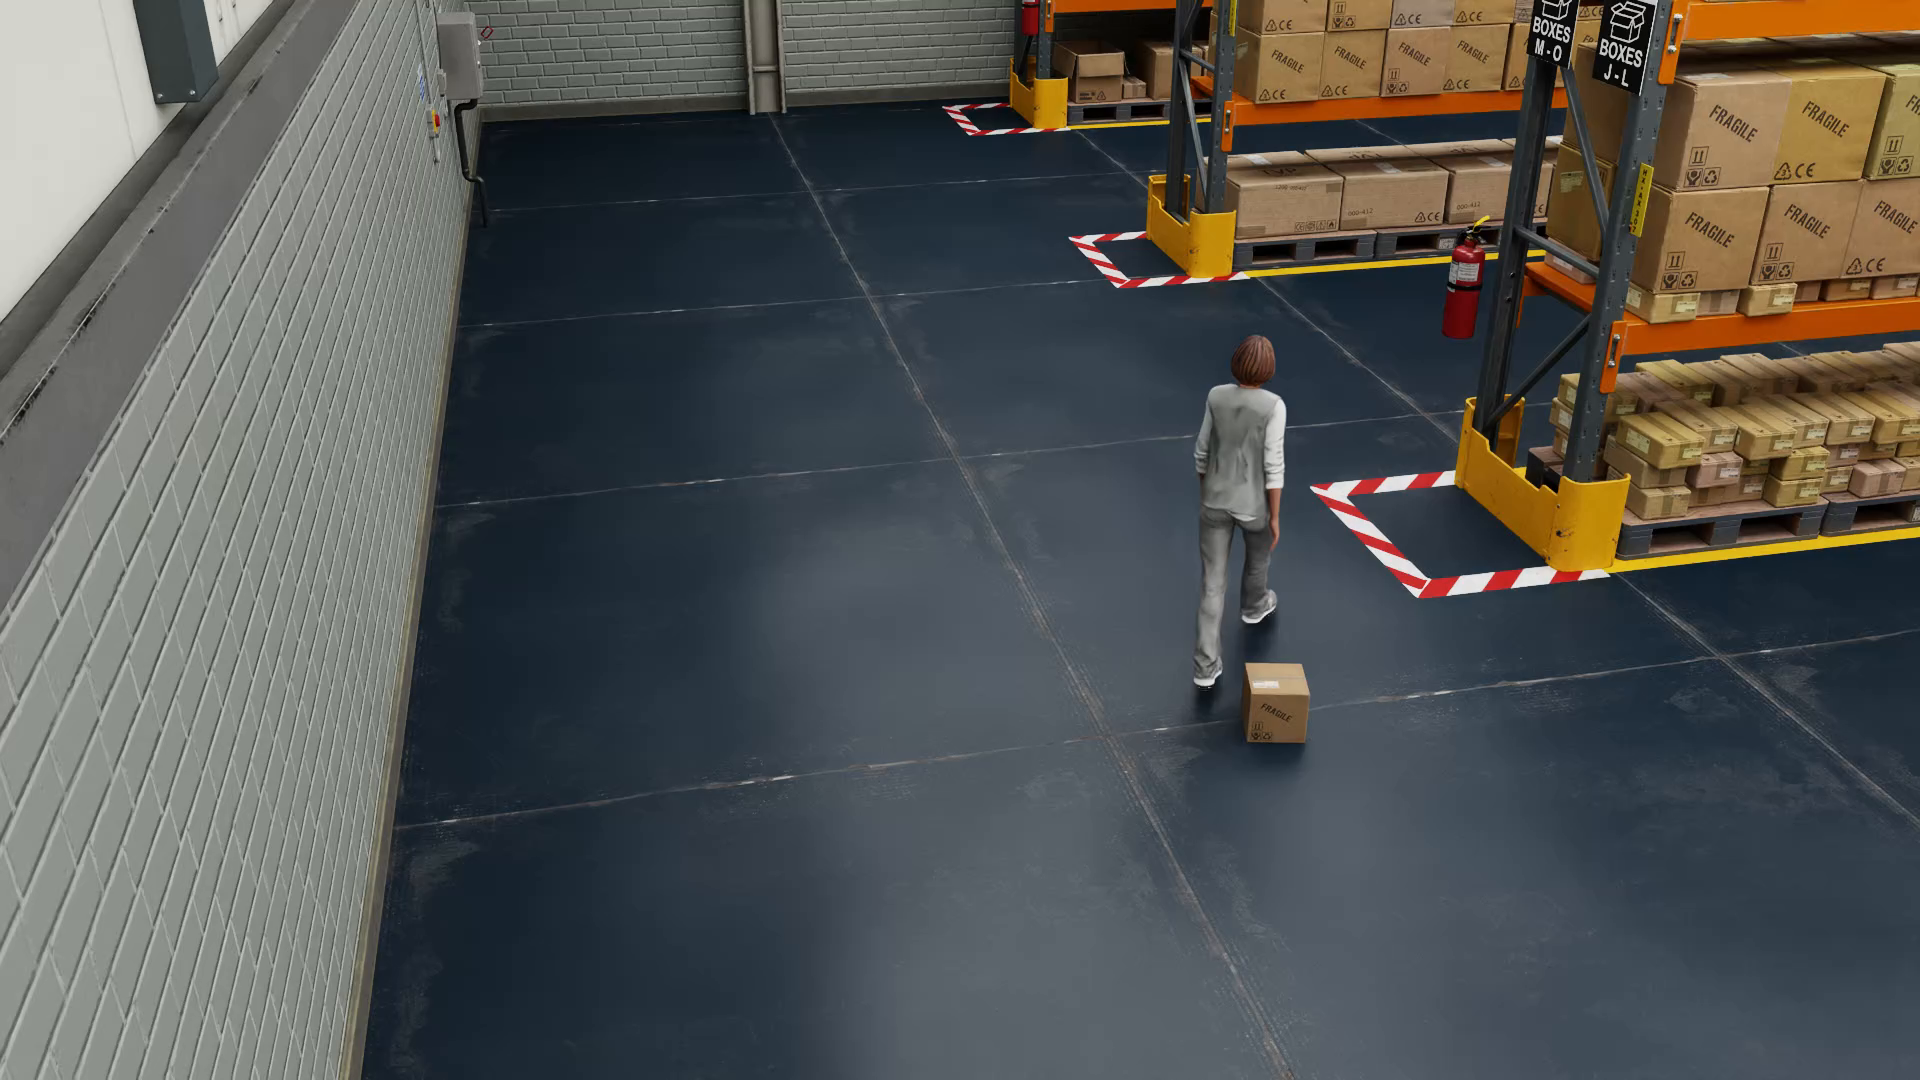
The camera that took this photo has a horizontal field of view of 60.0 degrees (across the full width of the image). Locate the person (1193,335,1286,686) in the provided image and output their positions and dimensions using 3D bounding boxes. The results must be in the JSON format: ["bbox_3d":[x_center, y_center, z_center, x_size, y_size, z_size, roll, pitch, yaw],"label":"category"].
[{"bbox_3d":[1.252,-0.189,7.486,0.445,1.523,0.971,10,29,18],"label":"person"}]
